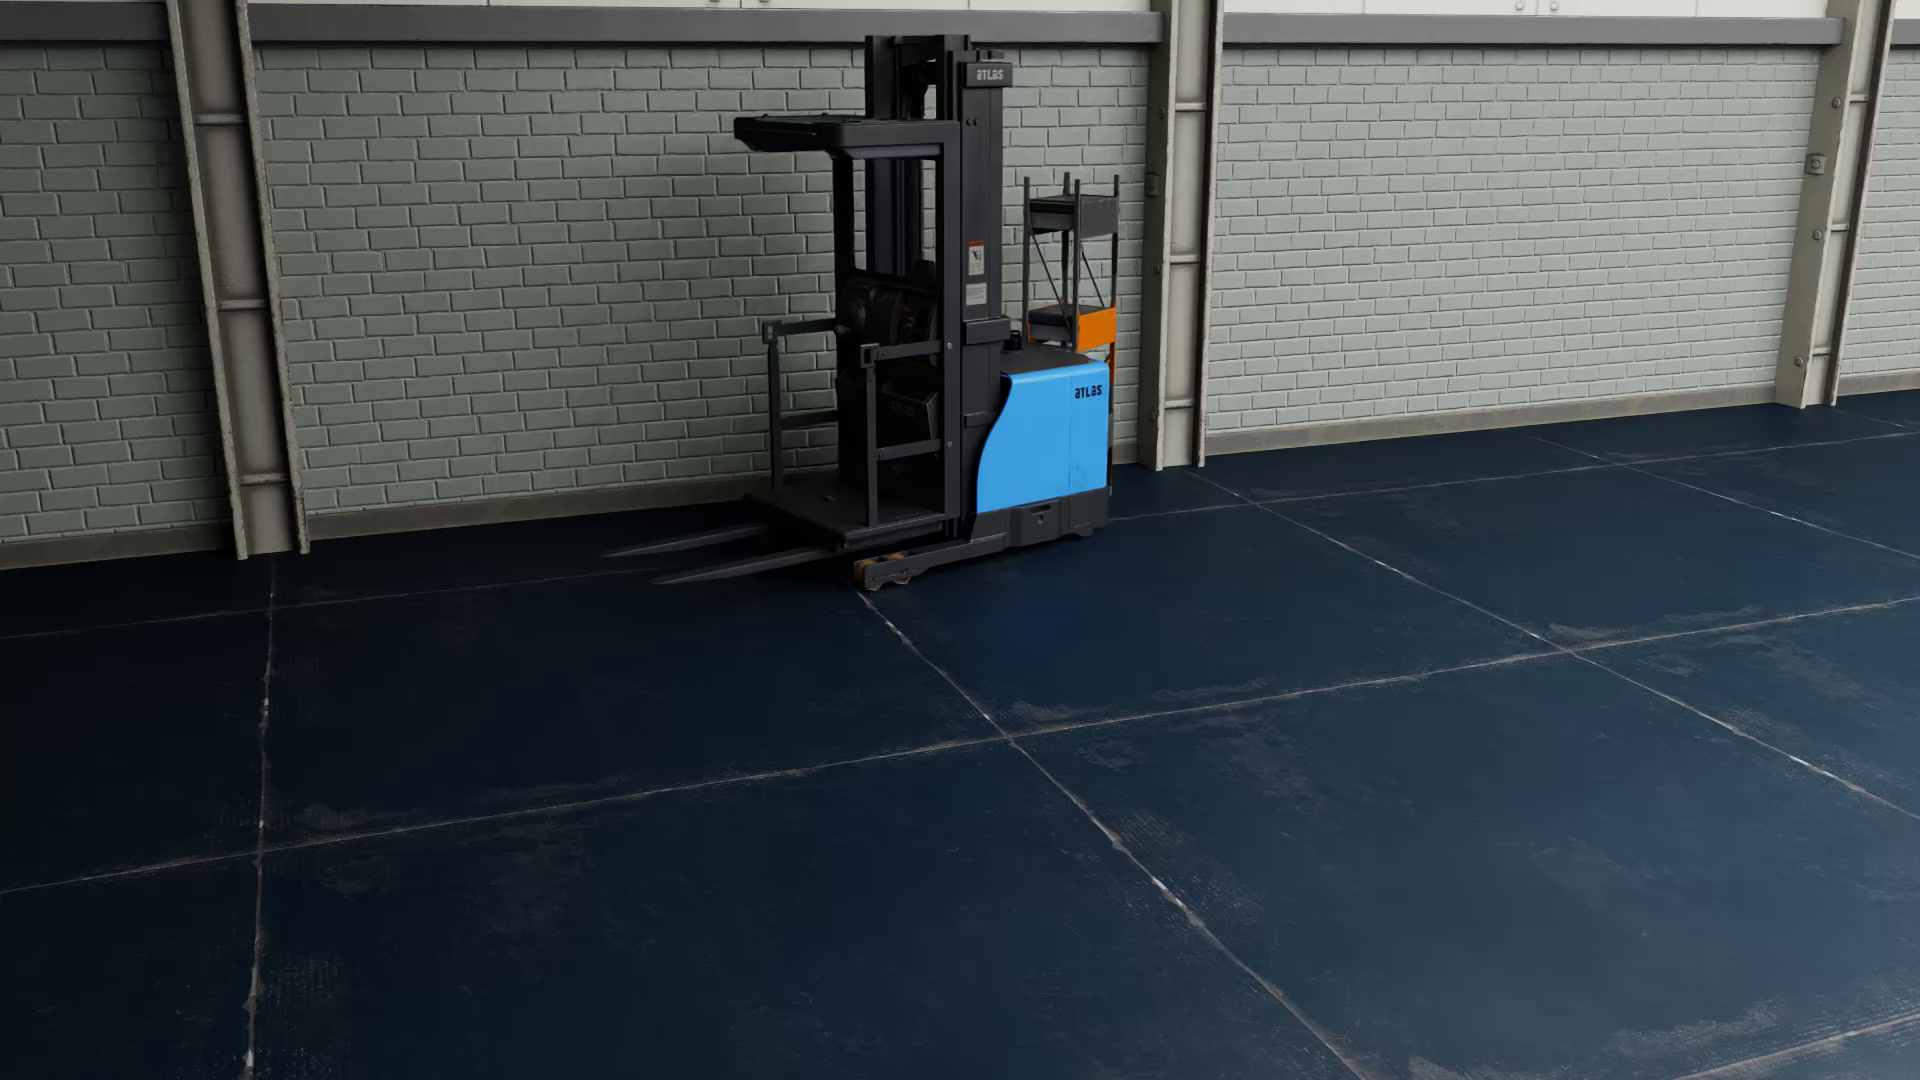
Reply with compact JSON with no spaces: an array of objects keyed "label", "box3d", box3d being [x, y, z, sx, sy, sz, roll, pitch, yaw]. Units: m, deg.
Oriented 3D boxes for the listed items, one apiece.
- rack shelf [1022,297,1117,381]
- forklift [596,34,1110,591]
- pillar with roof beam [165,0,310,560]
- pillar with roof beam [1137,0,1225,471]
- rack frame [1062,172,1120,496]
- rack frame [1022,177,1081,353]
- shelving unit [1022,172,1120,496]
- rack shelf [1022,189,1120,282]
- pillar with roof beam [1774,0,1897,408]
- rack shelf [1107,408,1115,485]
[{"label":"rack shelf","box3d":[0.705,-1.263,10.720,0.431,0.518,0.480,11,20,33]},{"label":"forklift","box3d":[-0.572,-1.296,9.309,3.031,2.935,1.130,-12,20,-35]},{"label":"pillar with roof beam","box3d":[-2.549,-3.130,4.784,0.400,9.000,9.100,-6,17,-20]},{"label":"pillar with roof beam","box3d":[3.054,-3.734,6.844,0.400,9.000,9.100,-6,17,-20]},{"label":"rack frame","box3d":[0.843,-1.333,10.910,0.400,2.100,0.015,11,20,33]},{"label":"rack frame","box3d":[0.567,-1.219,10.523,0.400,2.100,0.015,11,20,33]},{"label":"shelving unit","box3d":[0.705,-1.276,10.717,0.431,2.100,0.503,11,20,33]},{"label":"rack shelf","box3d":[0.704,-1.935,10.524,0.431,0.518,0.480,11,20,33]},{"label":"pillar with roof beam","box3d":[8.657,-4.339,8.904,0.400,9.000,9.100,-6,17,-20]},{"label":"rack shelf","box3d":[0.706,-0.591,10.917,0.431,0.518,0.480,11,20,33]}]
